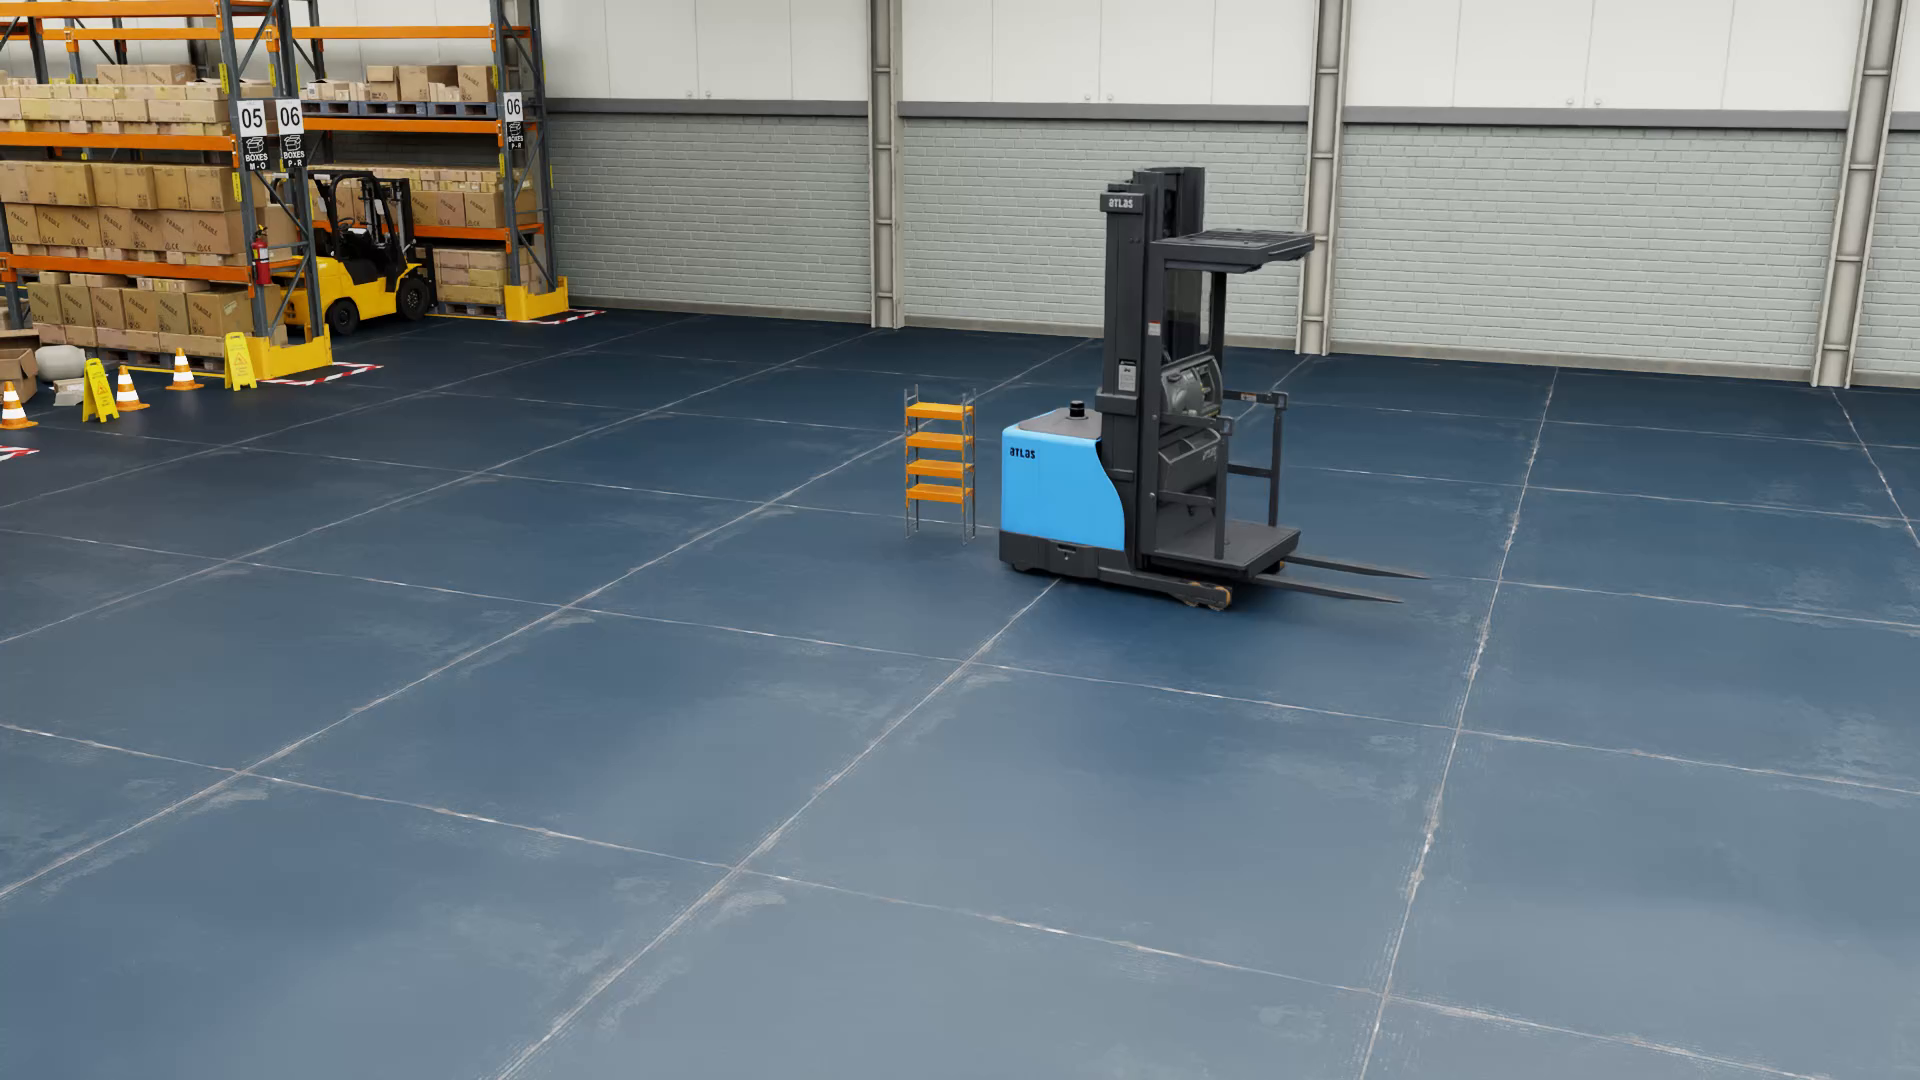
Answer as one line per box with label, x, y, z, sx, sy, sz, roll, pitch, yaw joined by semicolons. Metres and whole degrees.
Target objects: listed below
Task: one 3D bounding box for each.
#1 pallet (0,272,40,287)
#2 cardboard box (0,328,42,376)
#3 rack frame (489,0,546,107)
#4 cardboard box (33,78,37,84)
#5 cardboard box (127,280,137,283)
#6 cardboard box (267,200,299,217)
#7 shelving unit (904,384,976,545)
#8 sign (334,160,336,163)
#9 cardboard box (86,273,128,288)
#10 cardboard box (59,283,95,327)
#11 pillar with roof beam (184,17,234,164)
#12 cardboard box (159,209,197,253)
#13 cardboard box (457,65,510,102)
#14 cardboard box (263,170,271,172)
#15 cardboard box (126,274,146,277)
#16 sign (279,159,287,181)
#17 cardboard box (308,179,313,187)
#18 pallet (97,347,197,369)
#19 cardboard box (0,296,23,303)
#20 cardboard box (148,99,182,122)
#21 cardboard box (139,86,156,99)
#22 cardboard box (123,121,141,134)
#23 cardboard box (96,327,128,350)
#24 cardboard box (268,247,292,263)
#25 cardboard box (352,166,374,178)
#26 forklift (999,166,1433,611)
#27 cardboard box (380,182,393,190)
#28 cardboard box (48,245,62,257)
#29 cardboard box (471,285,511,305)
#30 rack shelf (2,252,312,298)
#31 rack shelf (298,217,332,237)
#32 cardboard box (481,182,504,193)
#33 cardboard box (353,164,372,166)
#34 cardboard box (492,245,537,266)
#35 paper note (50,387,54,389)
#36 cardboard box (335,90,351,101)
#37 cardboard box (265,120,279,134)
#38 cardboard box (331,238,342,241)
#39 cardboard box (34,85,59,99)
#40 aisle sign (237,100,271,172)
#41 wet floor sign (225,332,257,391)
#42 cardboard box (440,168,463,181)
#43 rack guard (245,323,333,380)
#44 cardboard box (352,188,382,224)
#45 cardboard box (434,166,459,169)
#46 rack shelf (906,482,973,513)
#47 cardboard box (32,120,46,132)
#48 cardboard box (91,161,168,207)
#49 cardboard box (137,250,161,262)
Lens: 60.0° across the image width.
pallet;-15.538;-4.476;28.213;1.213;0.211;1.003;6;17;21
cardboard box;-11.326;-2.245;20.006;0.500;0.500;0.500;-9;18;-27
rack frame;-6.285;-7.666;23.441;0.127;3.000;1.000;6;17;21
cardboard box;-14.627;-7.333;26.694;0.250;0.149;0.380;6;17;19
cardboard box;-10.226;-3.054;21.146;0.500;0.500;0.500;7;18;24
cardboard box;-10.570;-5.106;25.652;0.500;0.250;0.500;7;17;22
shelving unit;-0.154;-0.593;13.065;0.503;1.200;0.258;6;17;21
sign;-9.803;-5.792;26.051;0.005;0.325;0.100;6;17;21
cardboard box;-10.549;-3.222;20.562;0.250;0.149;0.380;7;18;24
cardboard box;-10.871;-2.966;20.844;0.500;0.500;0.500;7;18;23
pillar with roof beam;-13.763;-7.469;22.760;0.400;9.000;9.100;6;17;21
cardboard box;-9.172;-3.725;19.912;0.500;0.500;0.500;6;17;21
cardboard box;-6.786;-6.506;23.711;0.500;0.500;0.500;7;18;22
cardboard box;-10.961;-5.733;26.199;0.250;0.149;0.380;6;17;20
cardboard box;-13.151;-4.598;27.137;0.625;0.625;0.875;7;18;22
sign;-10.196;-5.571;25.048;0.005;0.325;0.100;6;17;21
cardboard box;-9.806;-5.453;25.235;0.250;0.149;0.380;6;17;20
pallet;-10.047;-2.384;21.006;1.213;0.211;1.003;6;17;21
cardboard box;-12.982;-2.972;21.992;0.625;0.372;0.950;7;18;24
cardboard box;-9.140;-5.047;19.533;0.500;0.250;0.500;6;17;20
cardboard box;-9.437;-5.282;19.629;0.250;0.149;0.380;6;17;21
cardboard box;-9.718;-4.920;19.810;0.250;0.149;0.380;6;17;19
cardboard box;-10.378;-2.552;20.764;0.500;0.250;0.500;6;17;20
cardboard box;-8.342;-3.465;20.181;0.250;0.149;0.380;6;17;21
cardboard box;-8.848;-5.488;24.820;0.250;0.149;0.380;6;17;20
forklift;1.814;-1.087;11.662;3.031;2.935;1.130;10;19;31
cardboard box;-8.374;-5.290;24.672;0.250;0.149;0.380;6;17;19
cardboard box;-11.136;-3.639;20.779;0.250;0.149;0.380;6;17;20
cardboard box;-6.838;-3.633;24.485;0.500;0.250;0.500;6;17;21
rack shelf;-9.963;-3.357;20.647;4.000;0.370;1.077;6;17;21
rack shelf;-11.866;-5.054;26.492;4.000;0.370;1.077;6;17;21
cardboard box;-6.710;-5.108;24.045;0.250;0.149;0.380;7;17;21
cardboard box;-9.128;-5.683;25.492;0.250;0.149;0.380;6;17;20
cardboard box;-6.662;-4.245;24.801;0.500;0.250;0.500;6;17;20
paper note;-10.447;-1.773;19.245;0.142;0.019;0.148;14;21;40
cardboard box;-8.985;-6.561;24.531;0.250;0.149;0.380;7;18;22
cardboard box;-8.292;-4.936;19.865;0.250;0.149;0.380;6;17;21
cardboard box;-9.477;-4.556;25.871;0.500;0.250;0.500;7;17;22
cardboard box;-10.921;-5.411;20.071;0.250;0.149;0.380;6;17;20
aisle sign;-8.151;-4.665;19.198;0.004;0.787;0.394;6;17;21
wet floor sign;-8.318;-2.070;19.147;0.232;0.644;0.267;14;21;40
cardboard box;-7.394;-5.351;24.351;0.250;0.149;0.380;6;17;21
rack guard;-8.173;-2.305;20.217;0.348;0.500;1.175;6;17;21
cardboard box;-8.727;-5.029;24.937;0.500;0.500;0.500;6;17;20
cardboard box;-7.688;-5.538;24.995;0.250;0.149;0.380;6;17;19
rack shelf;-0.154;-0.338;13.139;0.480;0.148;0.258;6;17;21
cardboard box;-11.129;-5.093;20.408;0.250;0.149;0.380;6;17;21
cardboard box;-10.051;-4.331;20.204;0.500;0.500;0.700;6;17;20
cardboard box;-9.744;-3.472;20.205;0.250;0.149;0.380;6;17;20
